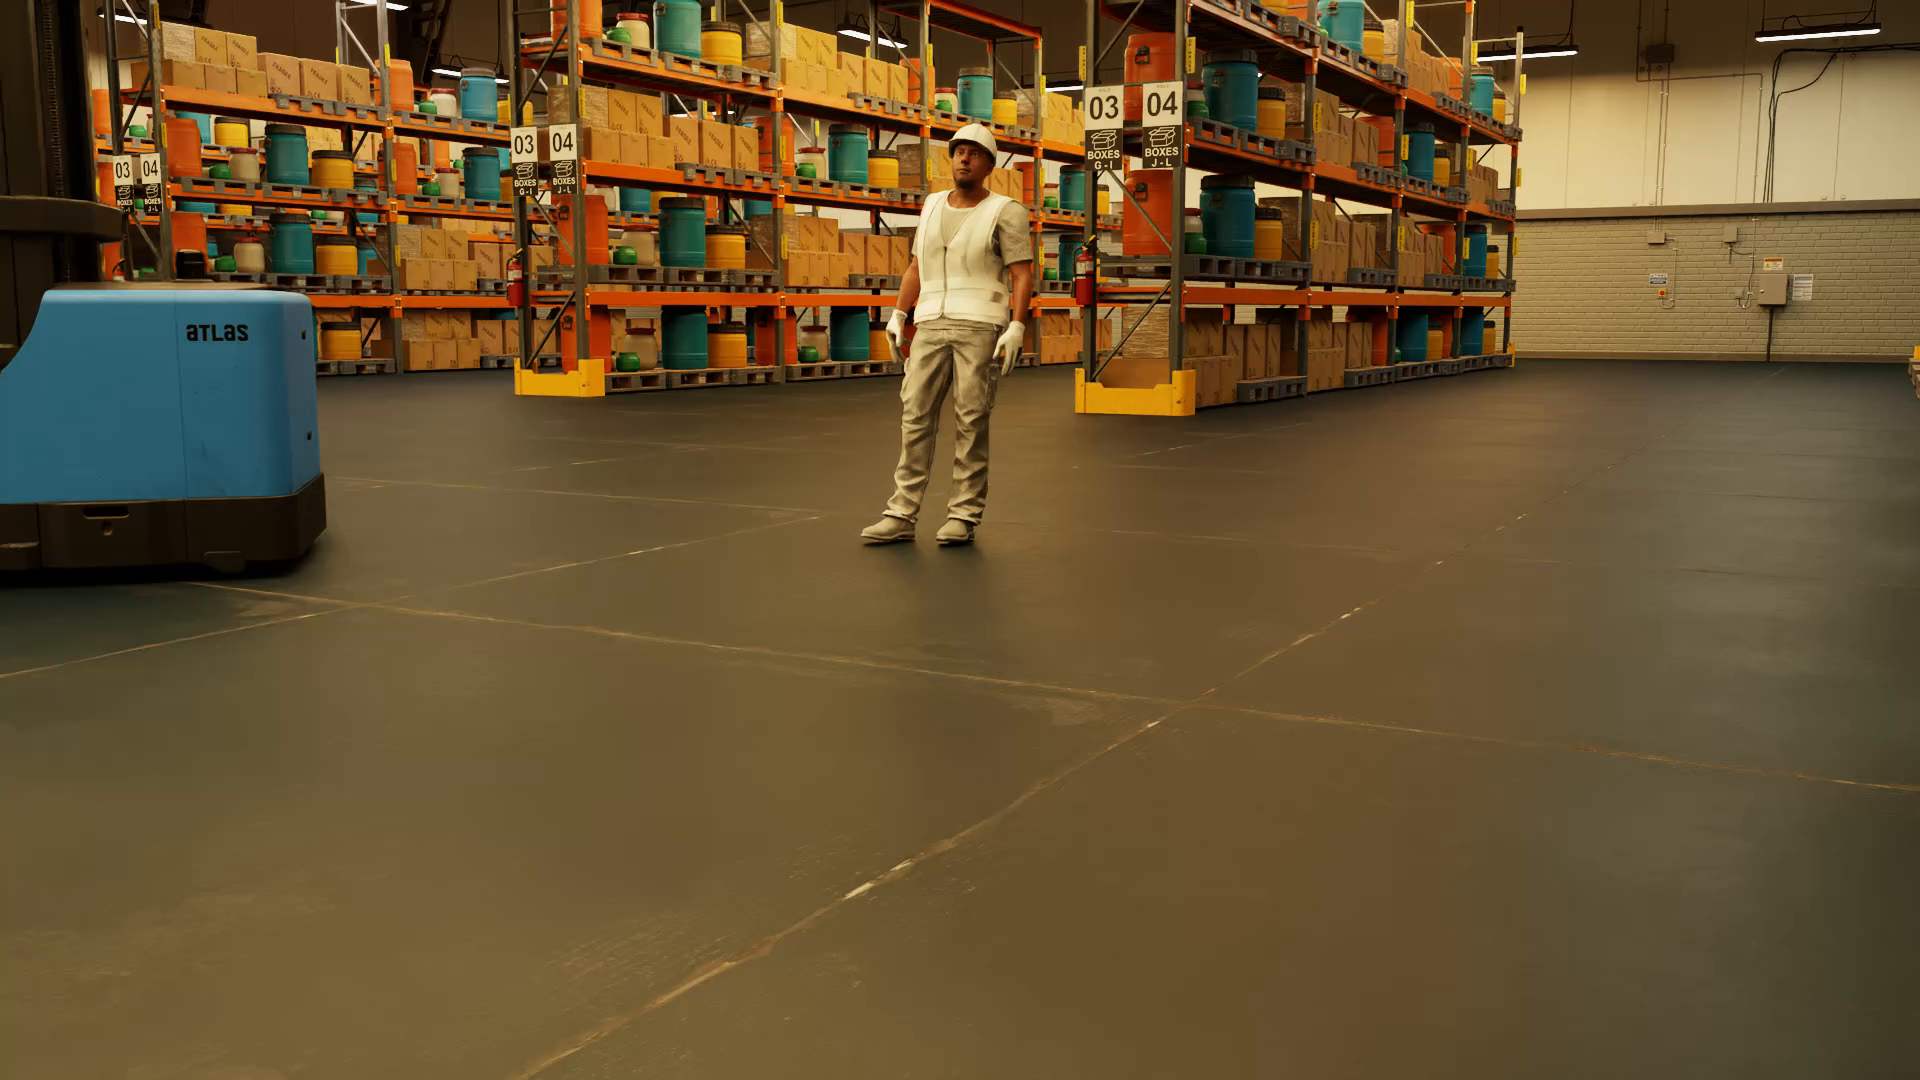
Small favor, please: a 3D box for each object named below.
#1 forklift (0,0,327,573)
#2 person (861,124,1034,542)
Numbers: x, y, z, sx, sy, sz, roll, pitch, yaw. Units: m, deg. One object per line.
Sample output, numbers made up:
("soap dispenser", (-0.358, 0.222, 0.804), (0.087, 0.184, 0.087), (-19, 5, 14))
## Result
("forklift", (-4.090, -1.325, 6.192), (3.031, 2.935, 1.130), (-2, 8, -14))
("person", (-0.042, -0.882, 7.132), (0.656, 1.784, 0.575), (4, 9, 29))
